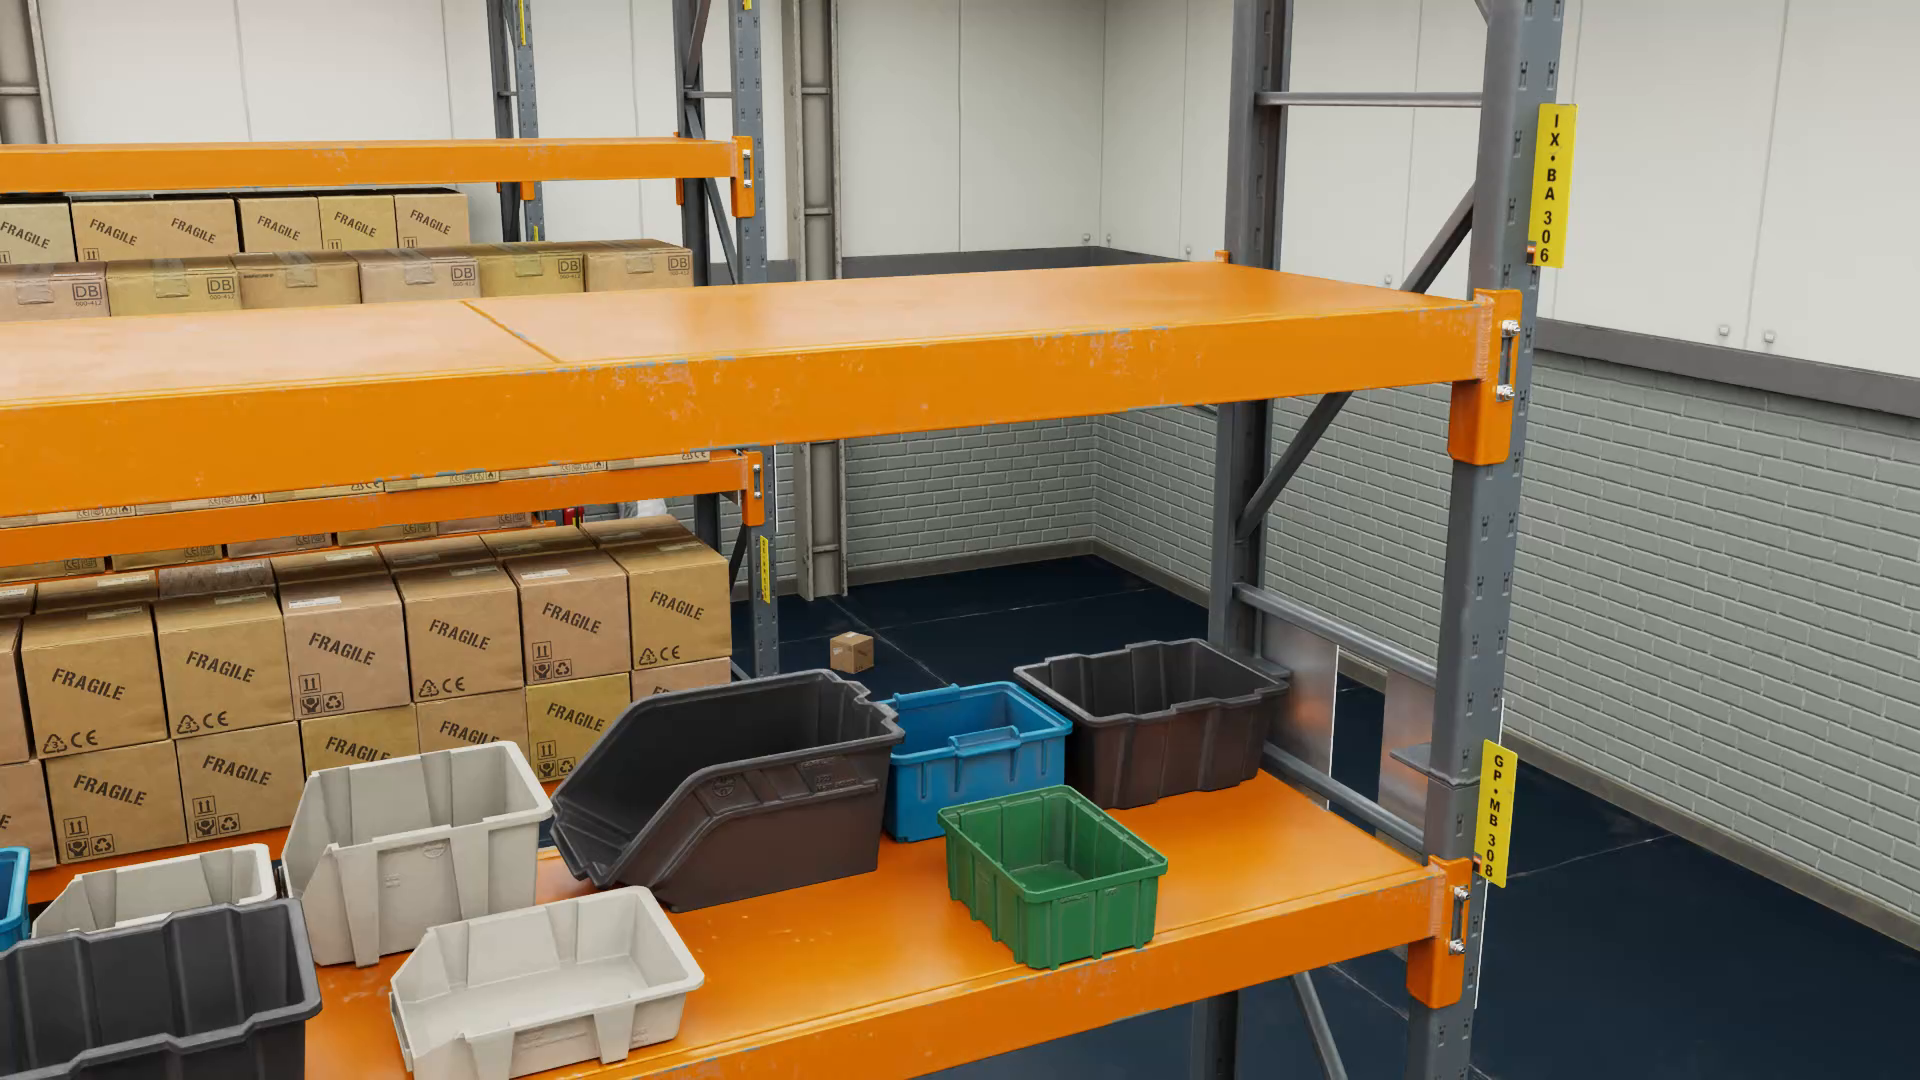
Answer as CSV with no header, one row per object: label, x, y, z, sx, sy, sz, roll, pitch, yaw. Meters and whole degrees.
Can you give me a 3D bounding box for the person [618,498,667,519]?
person,-2.780,-0.160,14.563,0.372,1.774,0.523,8,17,27
